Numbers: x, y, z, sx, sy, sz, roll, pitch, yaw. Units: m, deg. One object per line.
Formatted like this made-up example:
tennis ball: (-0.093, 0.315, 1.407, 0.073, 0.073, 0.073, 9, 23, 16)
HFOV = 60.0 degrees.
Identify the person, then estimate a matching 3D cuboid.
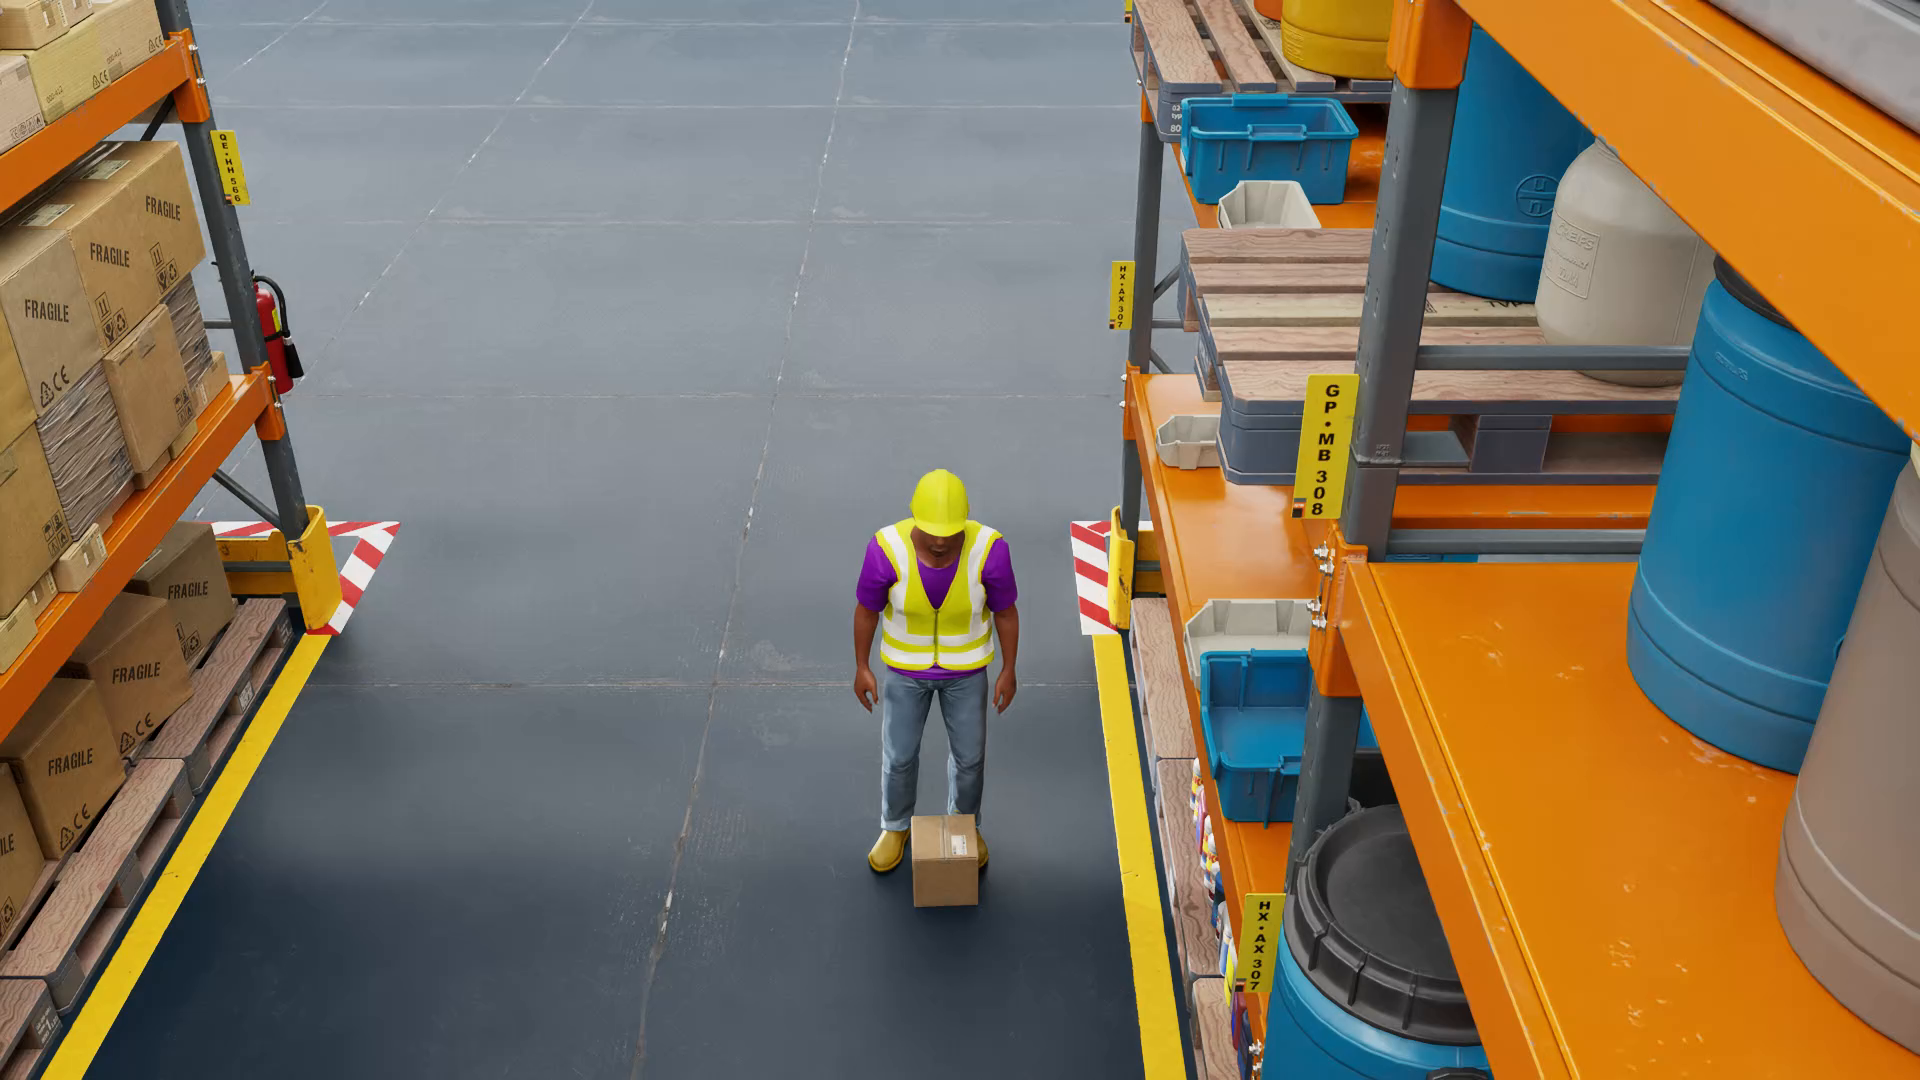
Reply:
person: (-0.091, 0.492, 6.310, 0.627, 1.760, 0.459, 0, 31, 0)
